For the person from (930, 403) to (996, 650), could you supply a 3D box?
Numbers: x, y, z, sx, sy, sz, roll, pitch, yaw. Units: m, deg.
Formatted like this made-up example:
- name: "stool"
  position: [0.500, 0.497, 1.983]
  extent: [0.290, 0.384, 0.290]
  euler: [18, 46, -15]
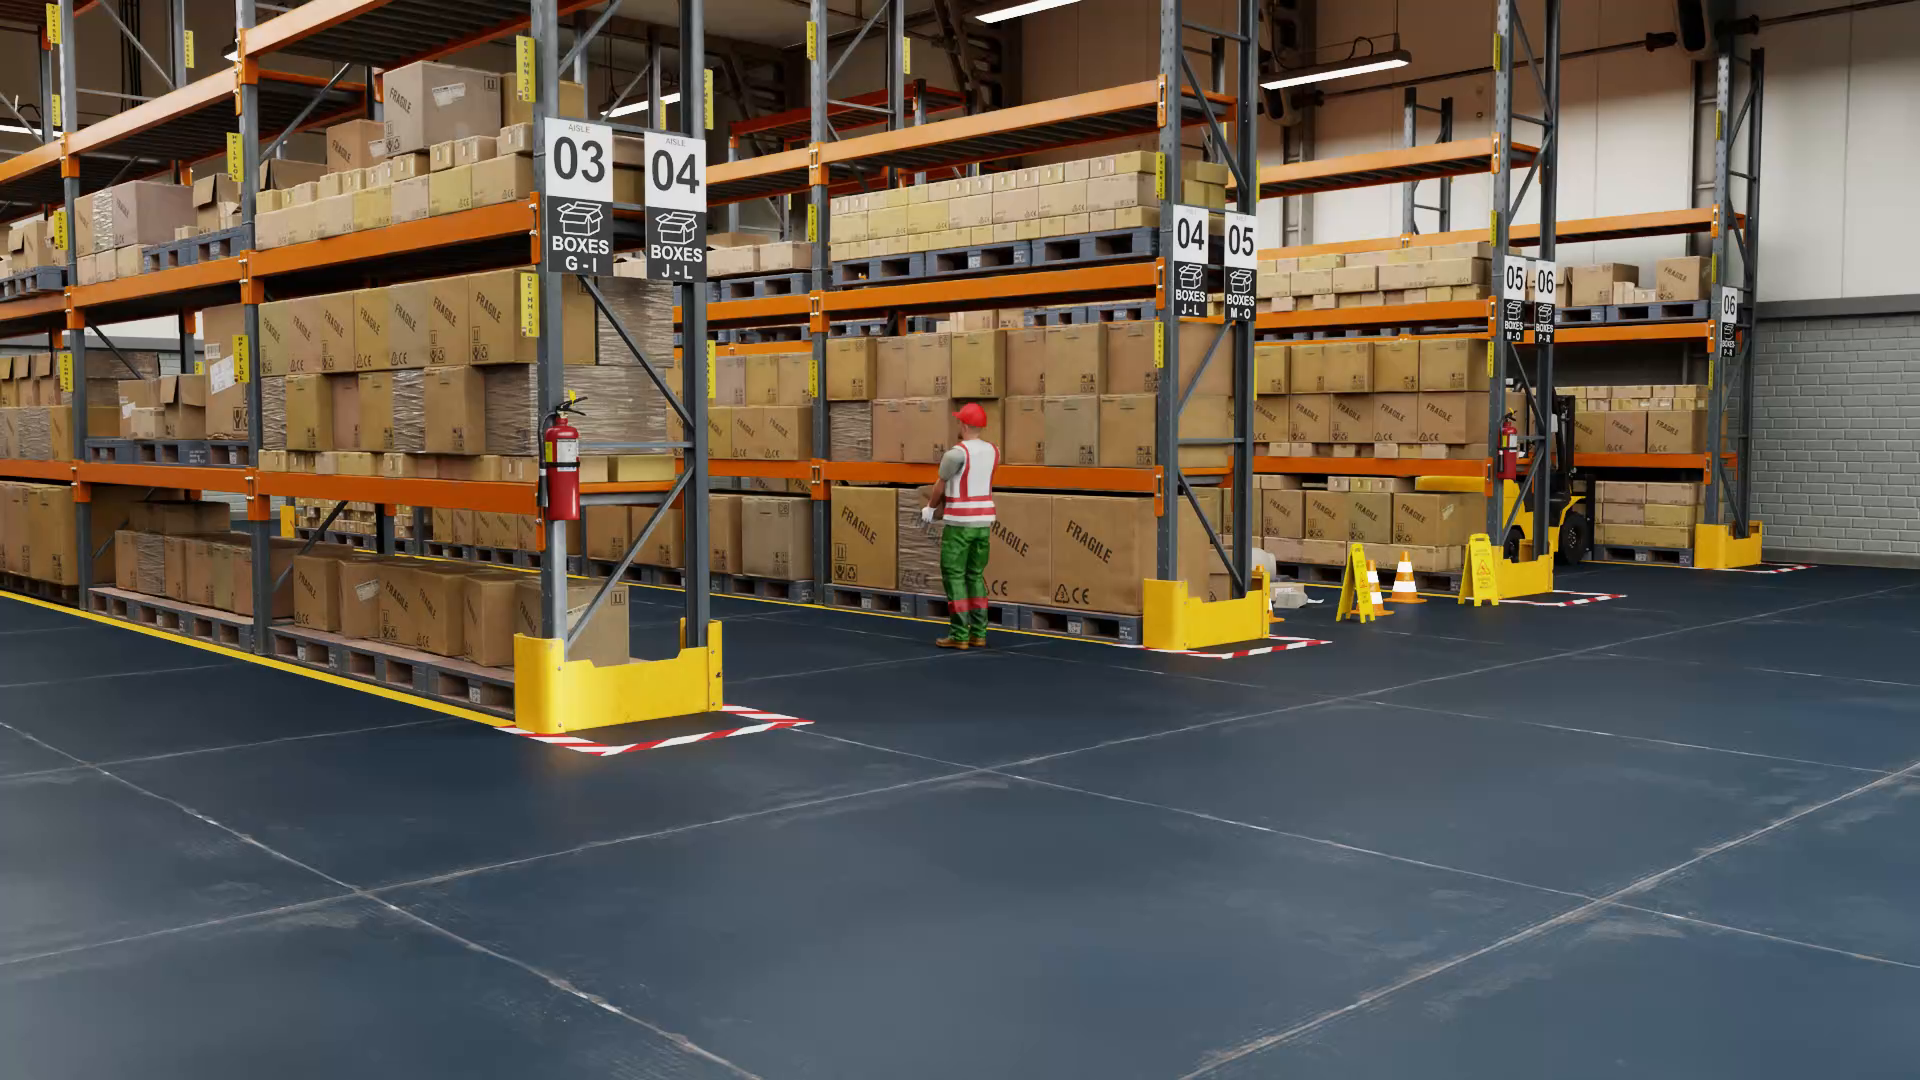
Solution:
- name: "person"
  position: [0.021, -0.103, 12.122]
  extent: [0.445, 1.780, 0.621]
  euler: [4, 5, 43]
